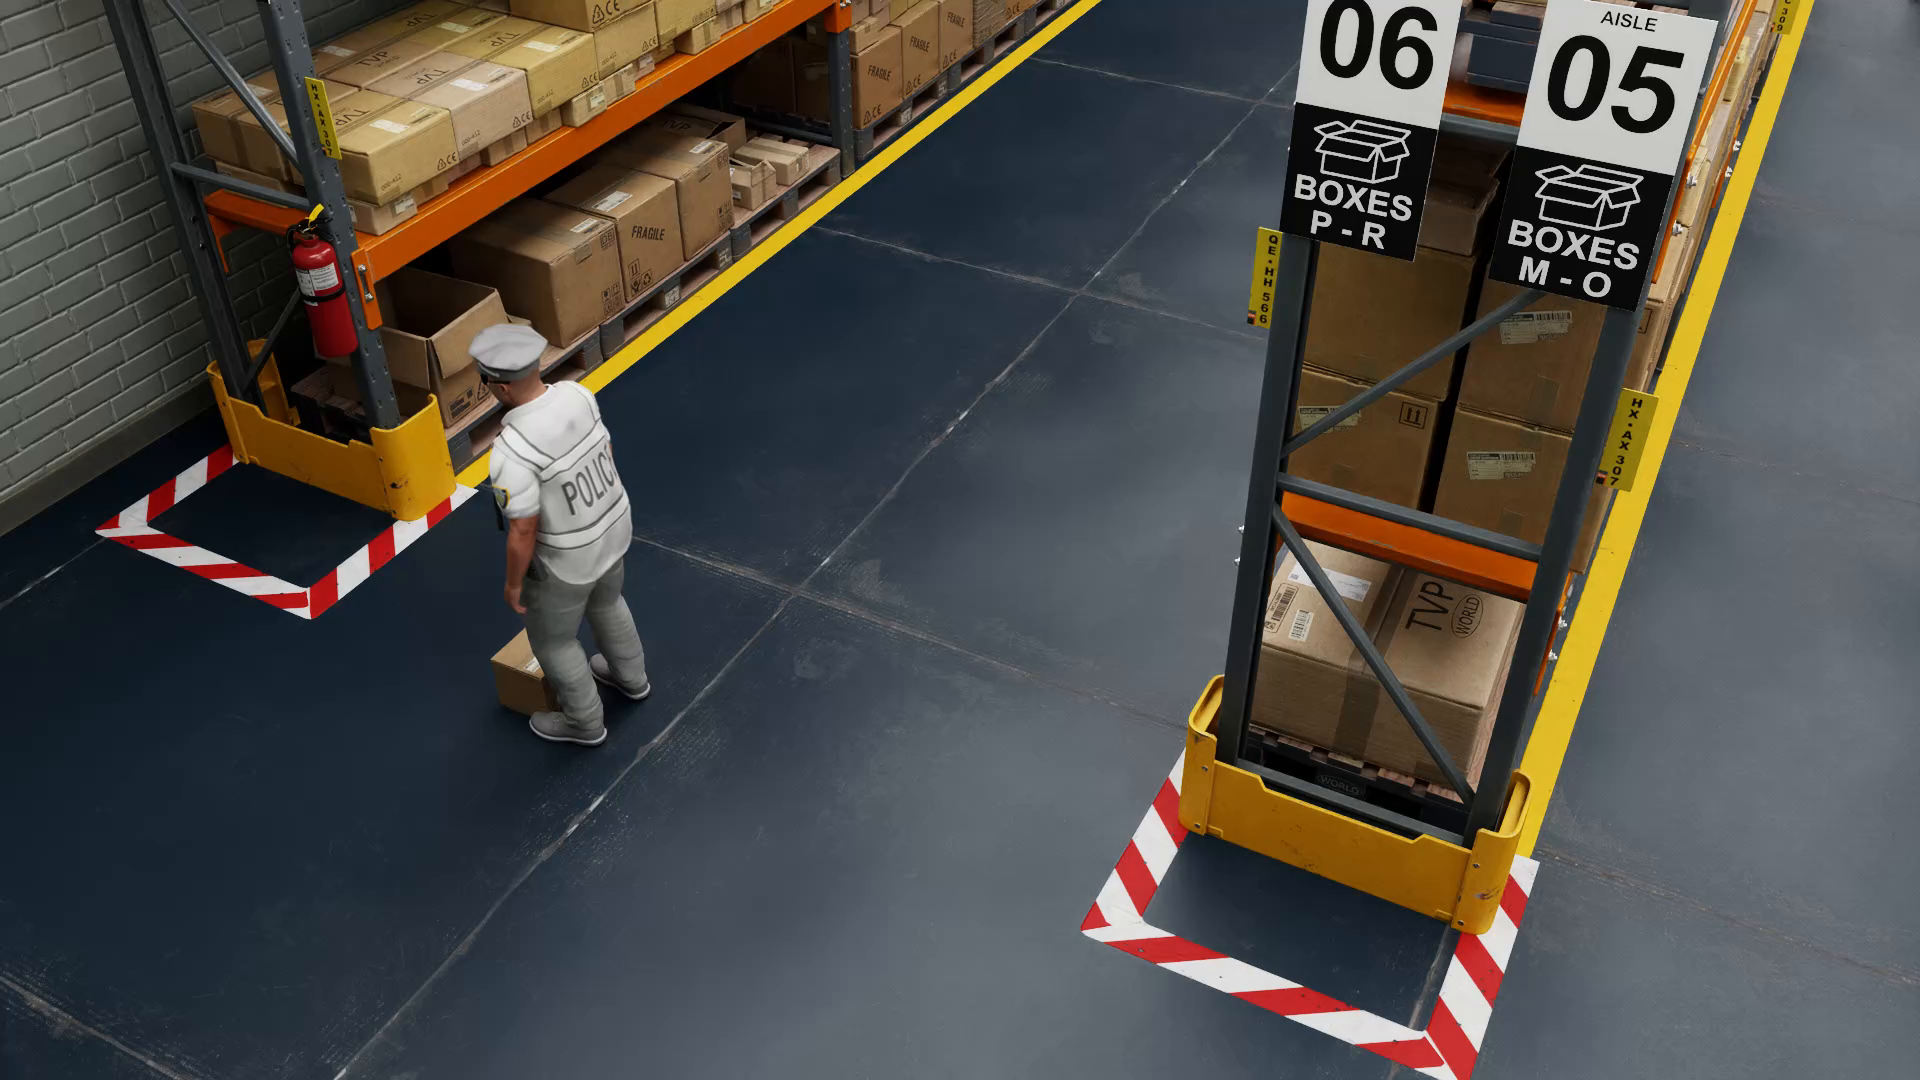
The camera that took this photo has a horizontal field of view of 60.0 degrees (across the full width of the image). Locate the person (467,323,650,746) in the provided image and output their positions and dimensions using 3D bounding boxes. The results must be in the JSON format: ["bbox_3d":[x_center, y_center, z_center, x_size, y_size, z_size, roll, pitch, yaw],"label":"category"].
[{"bbox_3d":[-1.446,0.017,6.123,0.438,1.749,0.599,16,41,20],"label":"person"}]
